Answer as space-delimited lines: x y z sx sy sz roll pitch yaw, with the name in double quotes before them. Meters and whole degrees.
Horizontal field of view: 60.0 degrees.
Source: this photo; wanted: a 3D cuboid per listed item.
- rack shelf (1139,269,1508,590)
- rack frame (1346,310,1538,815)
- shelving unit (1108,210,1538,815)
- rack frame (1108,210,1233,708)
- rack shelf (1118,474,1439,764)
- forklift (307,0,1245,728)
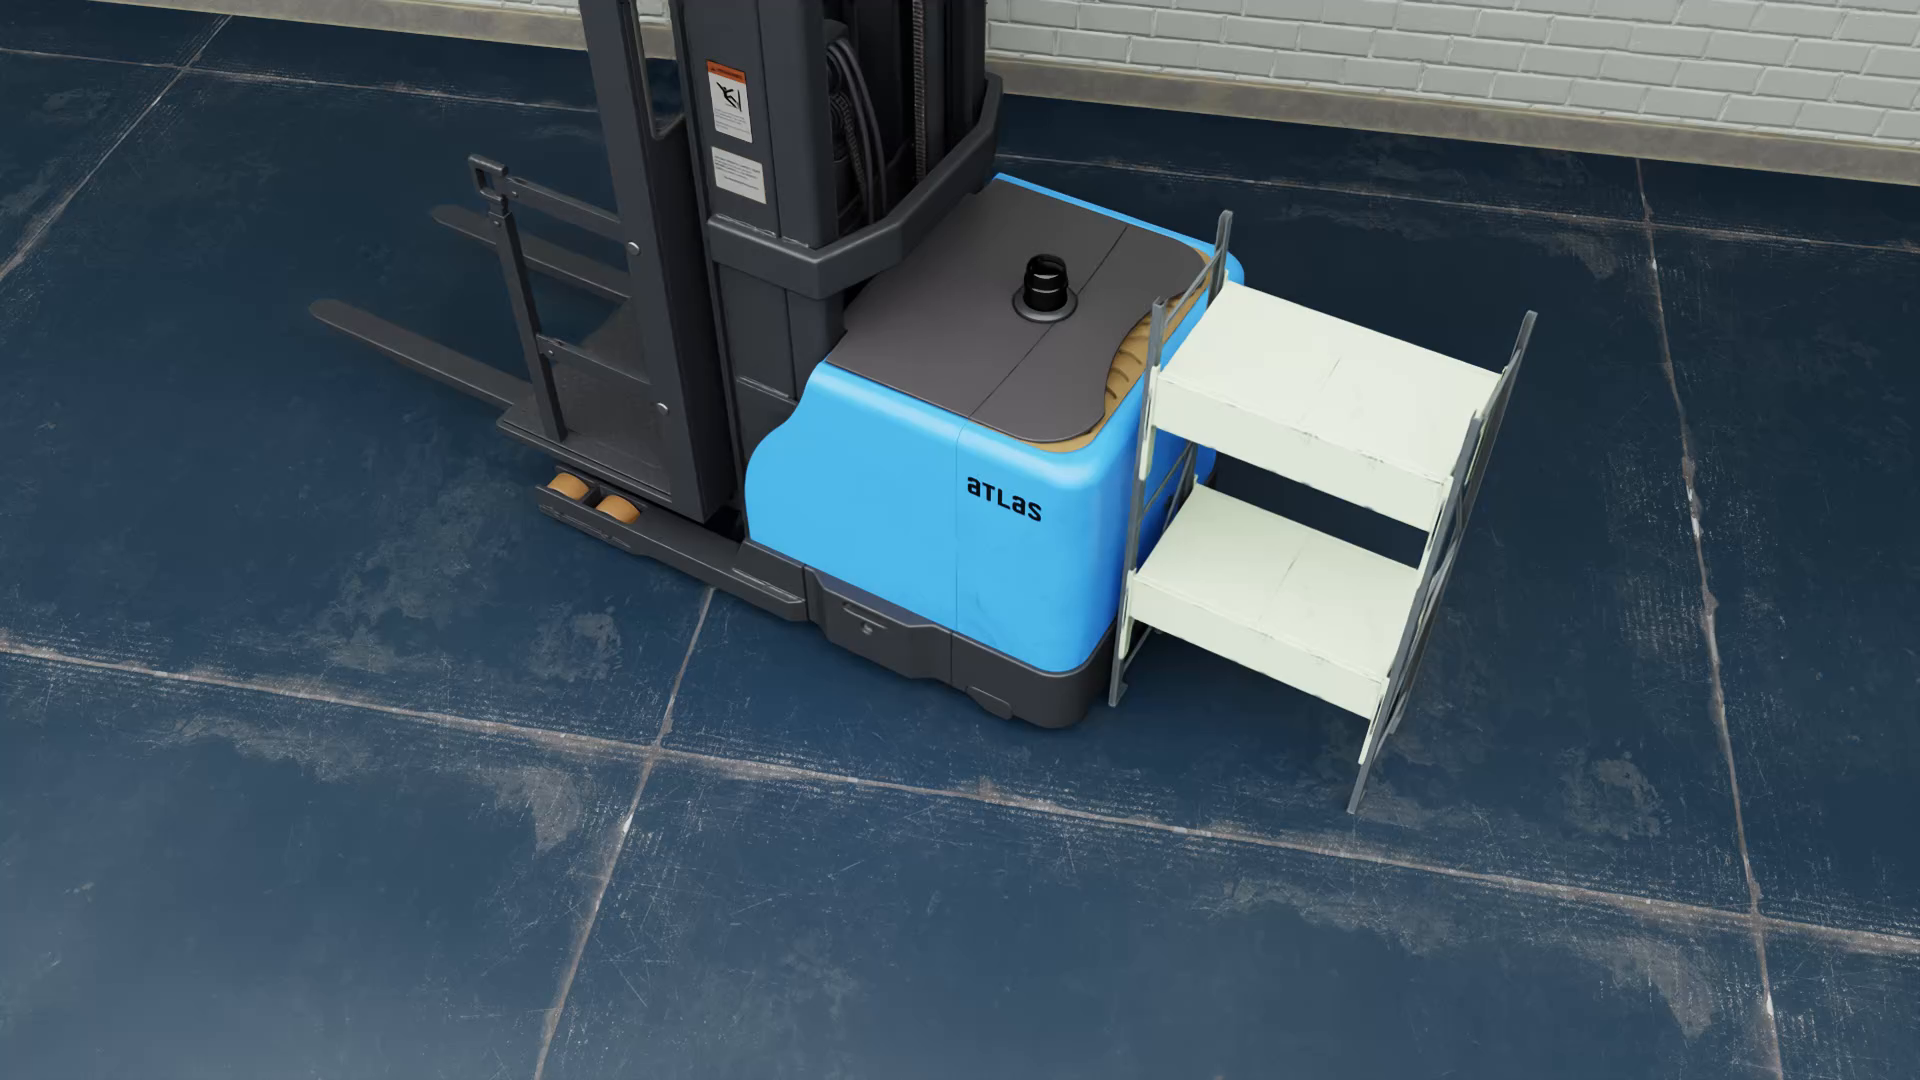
"rack shelf" 0.855 -0.273 3.963 0.720 0.370 0.431 23 52 19
"rack frame" 1.172 0.123 4.131 0.023 1.500 0.400 23 52 19
"shelving unit" 0.855 -0.013 4.253 0.755 1.500 0.431 23 52 19
"rack frame" 0.538 -0.148 4.375 0.023 1.500 0.400 23 52 19
"rack shelf" 0.855 0.205 4.496 0.720 0.370 0.431 23 52 19
"forklift" -0.747 -1.272 4.423 3.031 2.935 1.130 23 52 19
